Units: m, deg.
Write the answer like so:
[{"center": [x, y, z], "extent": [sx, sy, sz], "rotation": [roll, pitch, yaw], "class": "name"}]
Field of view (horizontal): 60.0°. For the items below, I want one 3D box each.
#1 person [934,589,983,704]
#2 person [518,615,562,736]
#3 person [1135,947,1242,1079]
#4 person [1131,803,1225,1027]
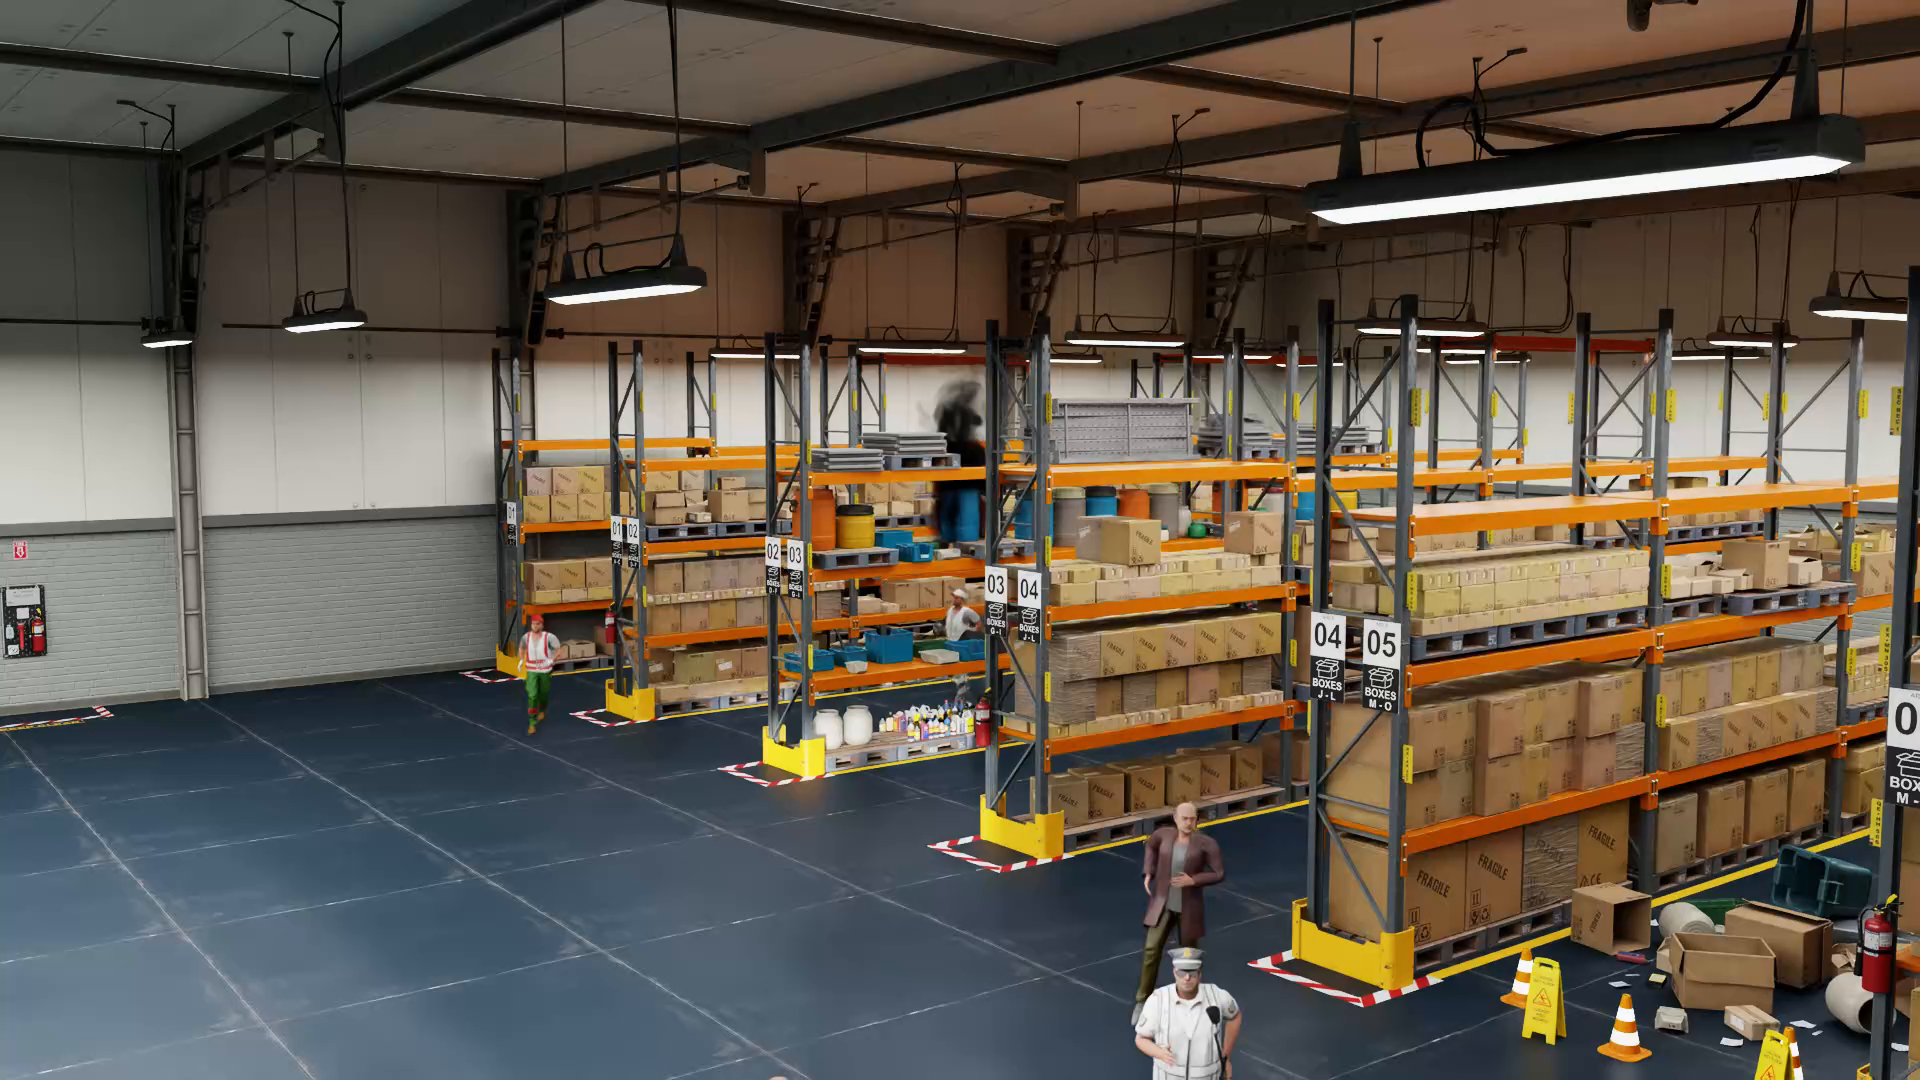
[{"center": [-0.072, 1.703, 26.241], "extent": [0.639, 1.842, 0.634], "rotation": [-5, 7, -42], "class": "person"}, {"center": [-6.441, 2.029, 25.528], "extent": [0.674, 1.803, 0.886], "rotation": [-1, 5, -7], "class": "person"}, {"center": [1.396, 3.391, 10.263], "extent": [0.630, 1.852, 0.802], "rotation": [1, 5, 11], "class": "person"}, {"center": [1.855, 3.073, 13.926], "extent": [0.720, 1.771, 1.050], "rotation": [2, 5, 18], "class": "person"}]
